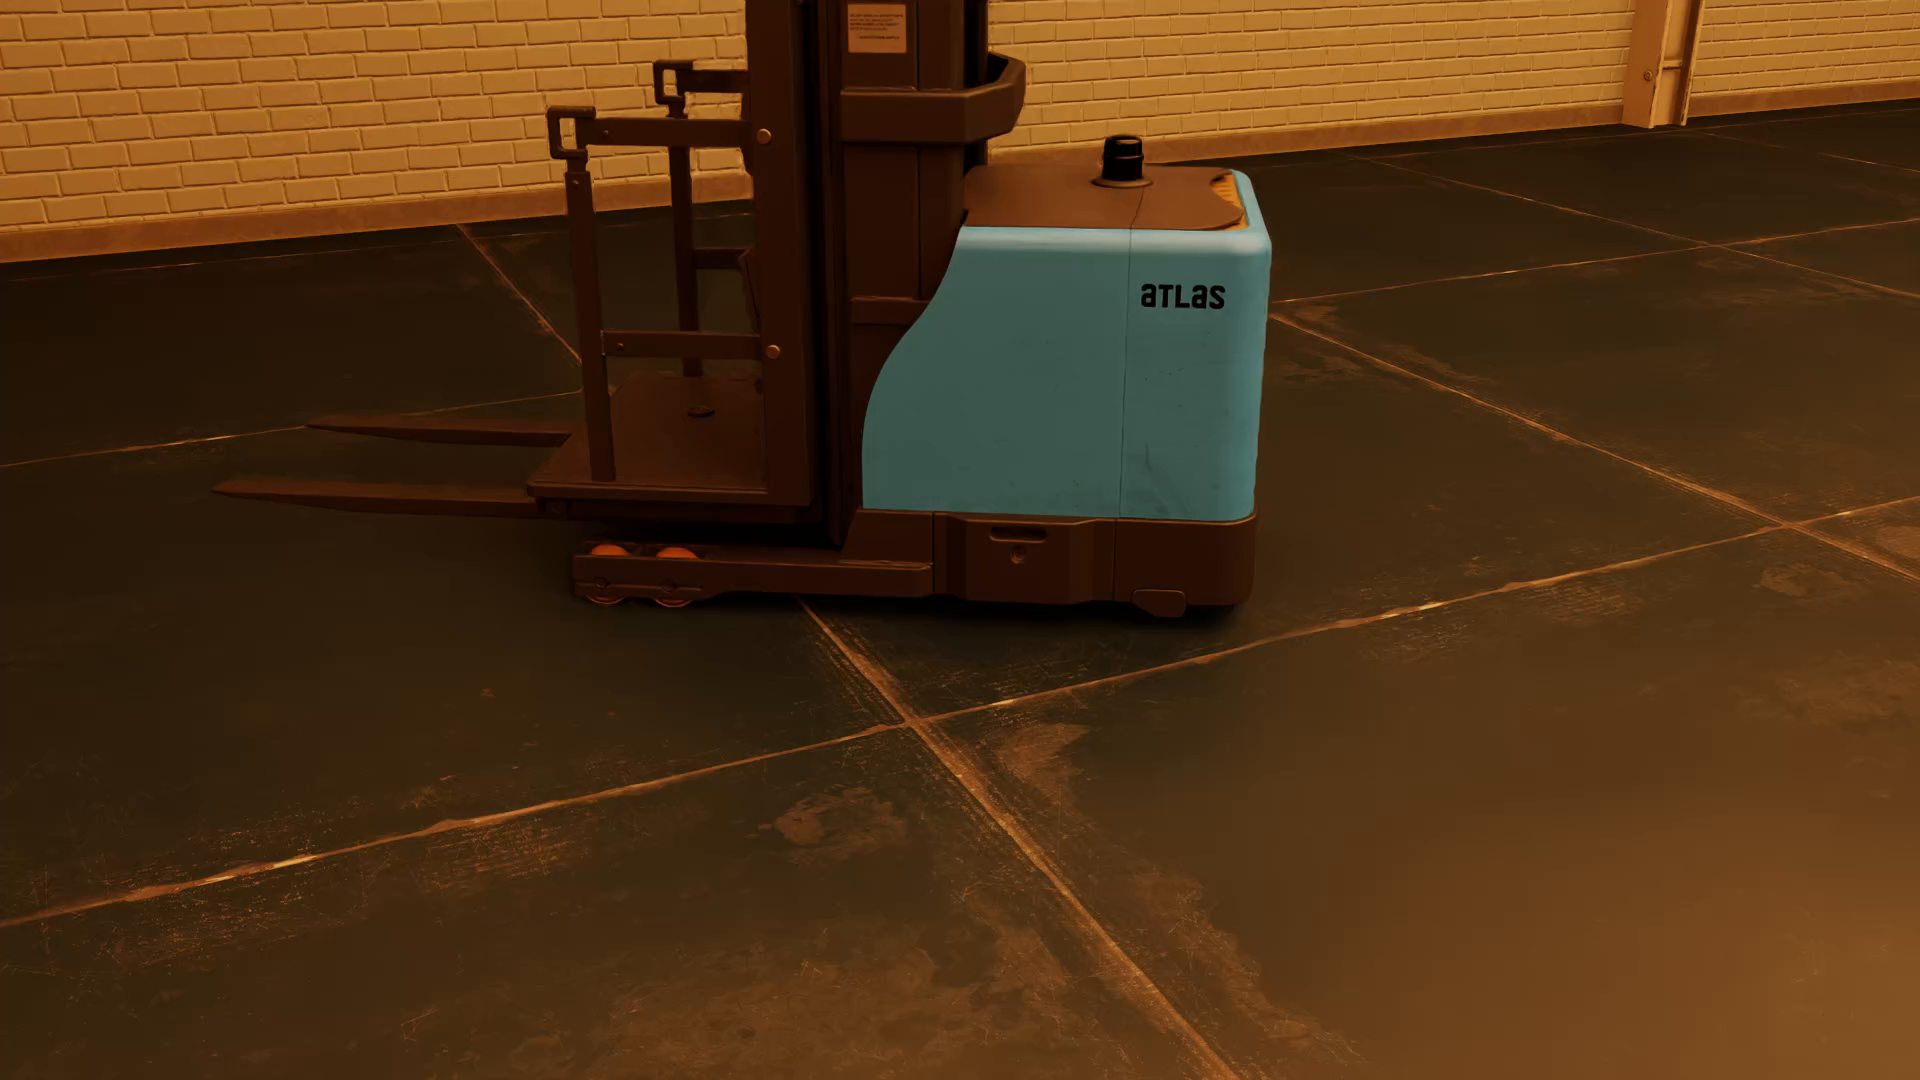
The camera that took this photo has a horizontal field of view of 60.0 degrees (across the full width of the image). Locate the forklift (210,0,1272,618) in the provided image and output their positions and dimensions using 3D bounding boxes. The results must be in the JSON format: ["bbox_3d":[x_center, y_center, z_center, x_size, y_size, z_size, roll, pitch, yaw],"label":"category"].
[{"bbox_3d":[-0.663,-1.363,4.567,3.031,2.935,1.130,2,23,5],"label":"forklift"}]
